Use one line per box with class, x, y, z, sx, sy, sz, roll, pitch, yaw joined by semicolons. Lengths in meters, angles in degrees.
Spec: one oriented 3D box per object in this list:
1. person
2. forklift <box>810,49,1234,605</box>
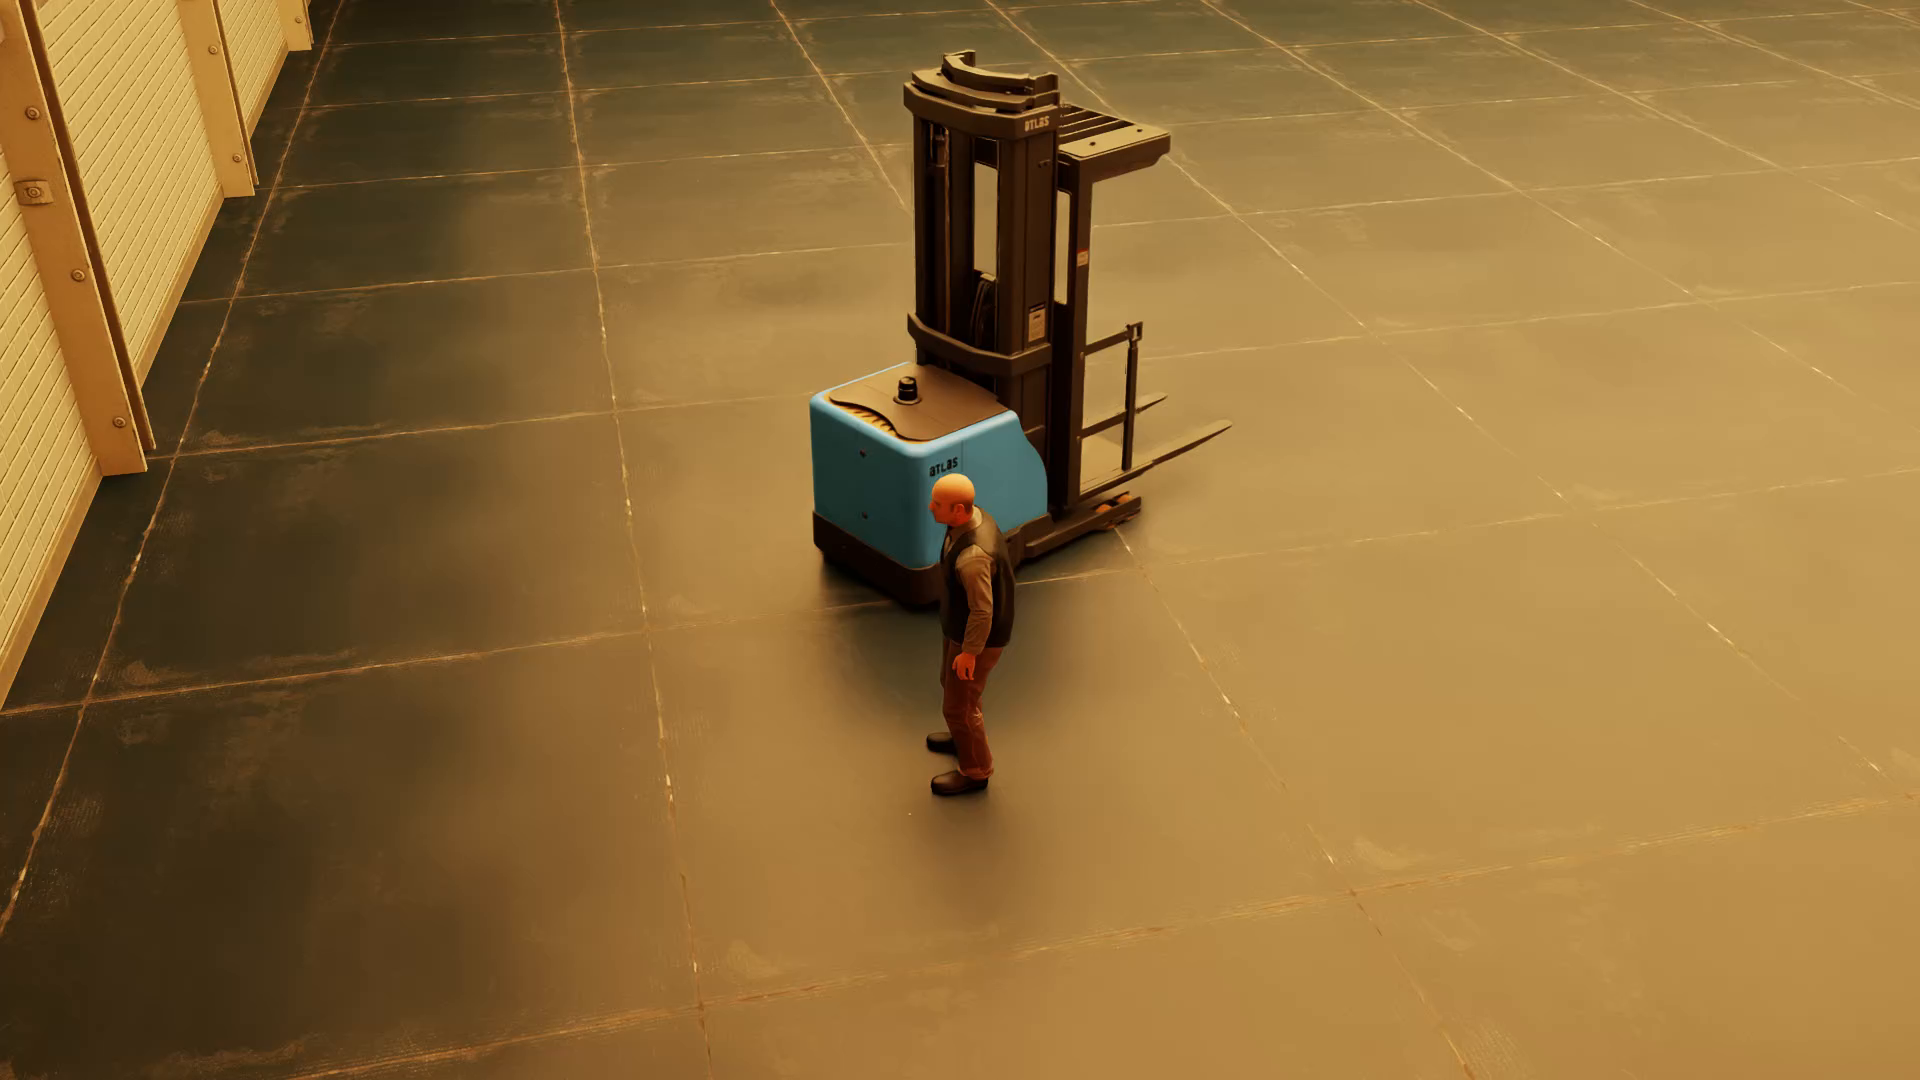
person;0.050;0.435;8.034;0.421;1.720;0.589;-2;30;-4
forklift;0.532;-1.504;10.173;3.031;2.935;1.130;-24;38;-35
